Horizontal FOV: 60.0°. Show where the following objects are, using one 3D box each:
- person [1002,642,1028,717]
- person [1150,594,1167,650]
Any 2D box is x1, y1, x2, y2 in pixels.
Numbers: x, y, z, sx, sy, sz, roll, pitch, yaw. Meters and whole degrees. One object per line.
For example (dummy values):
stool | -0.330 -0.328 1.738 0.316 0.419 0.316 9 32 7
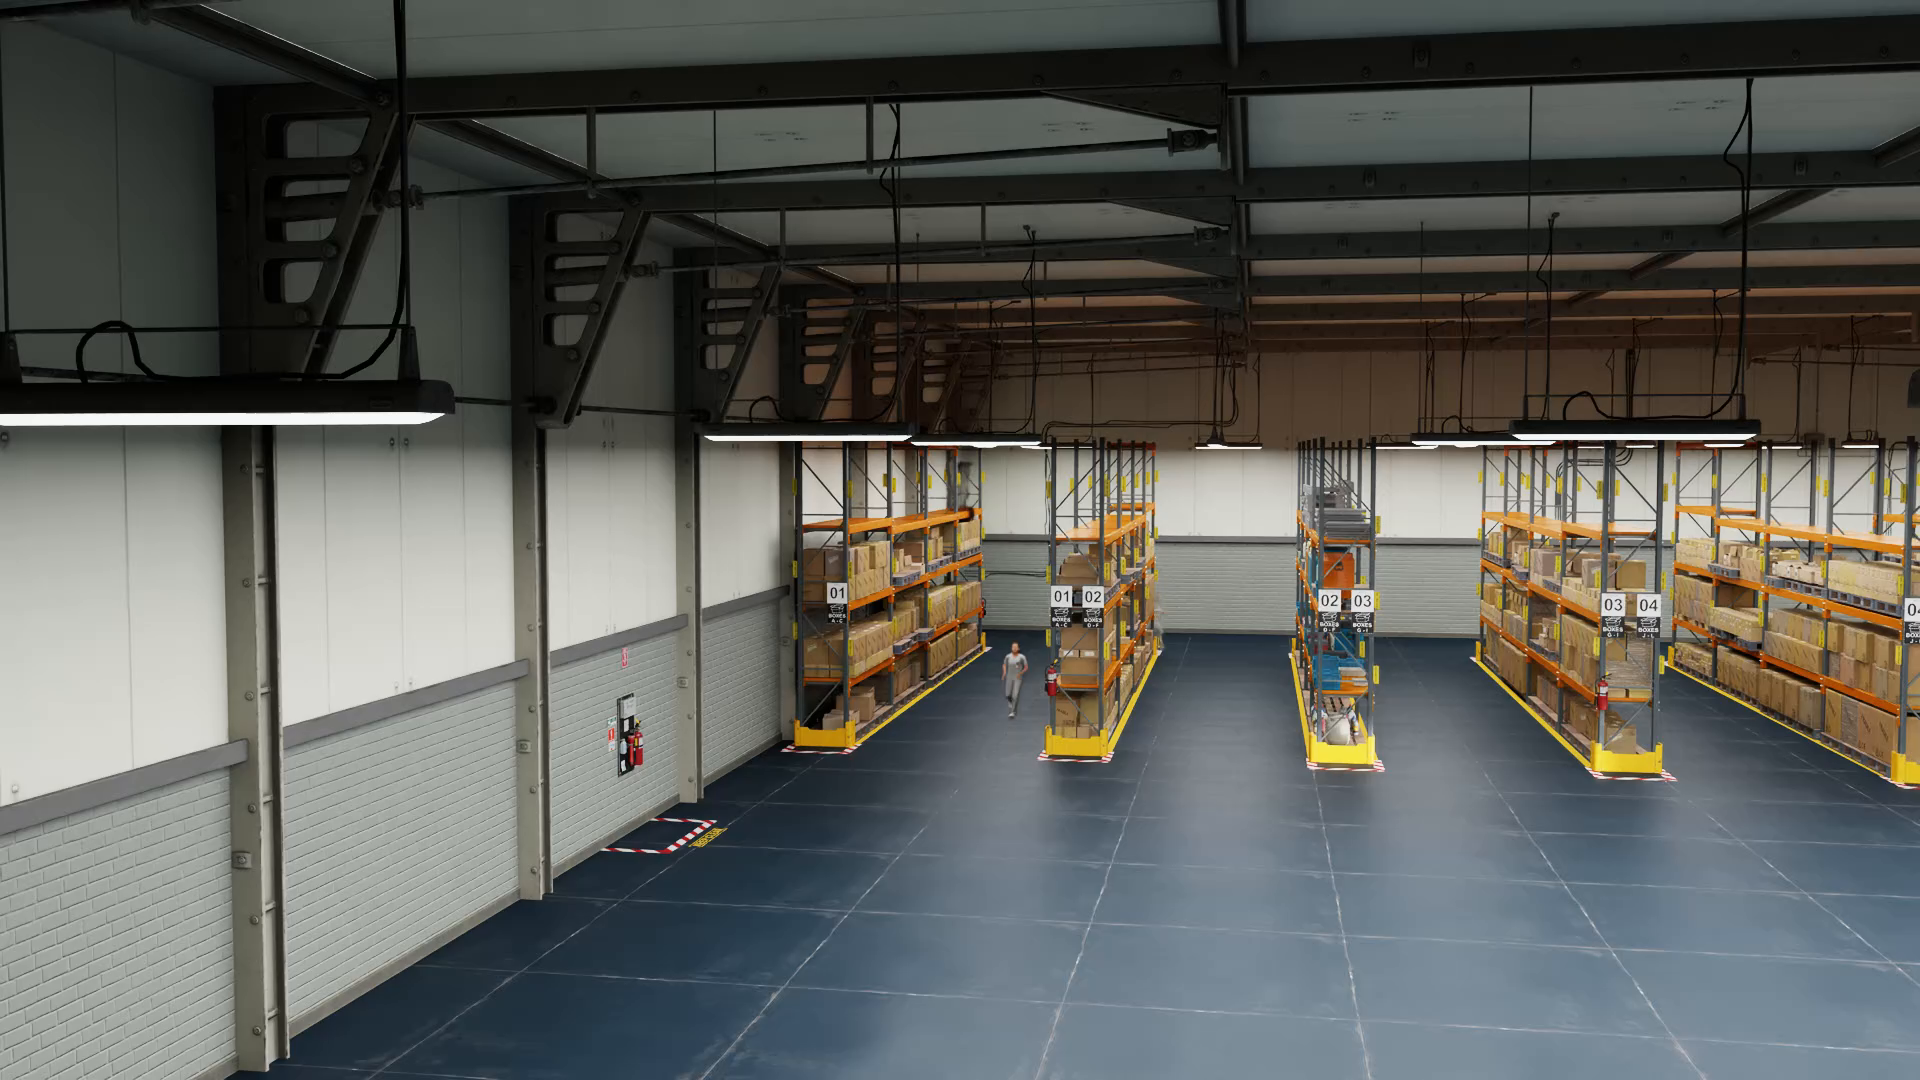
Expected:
person | 1.188 3.014 35.997 0.578 1.622 0.571 1 3 14
person | 5.629 2.399 48.248 0.796 1.602 0.557 1 3 19
